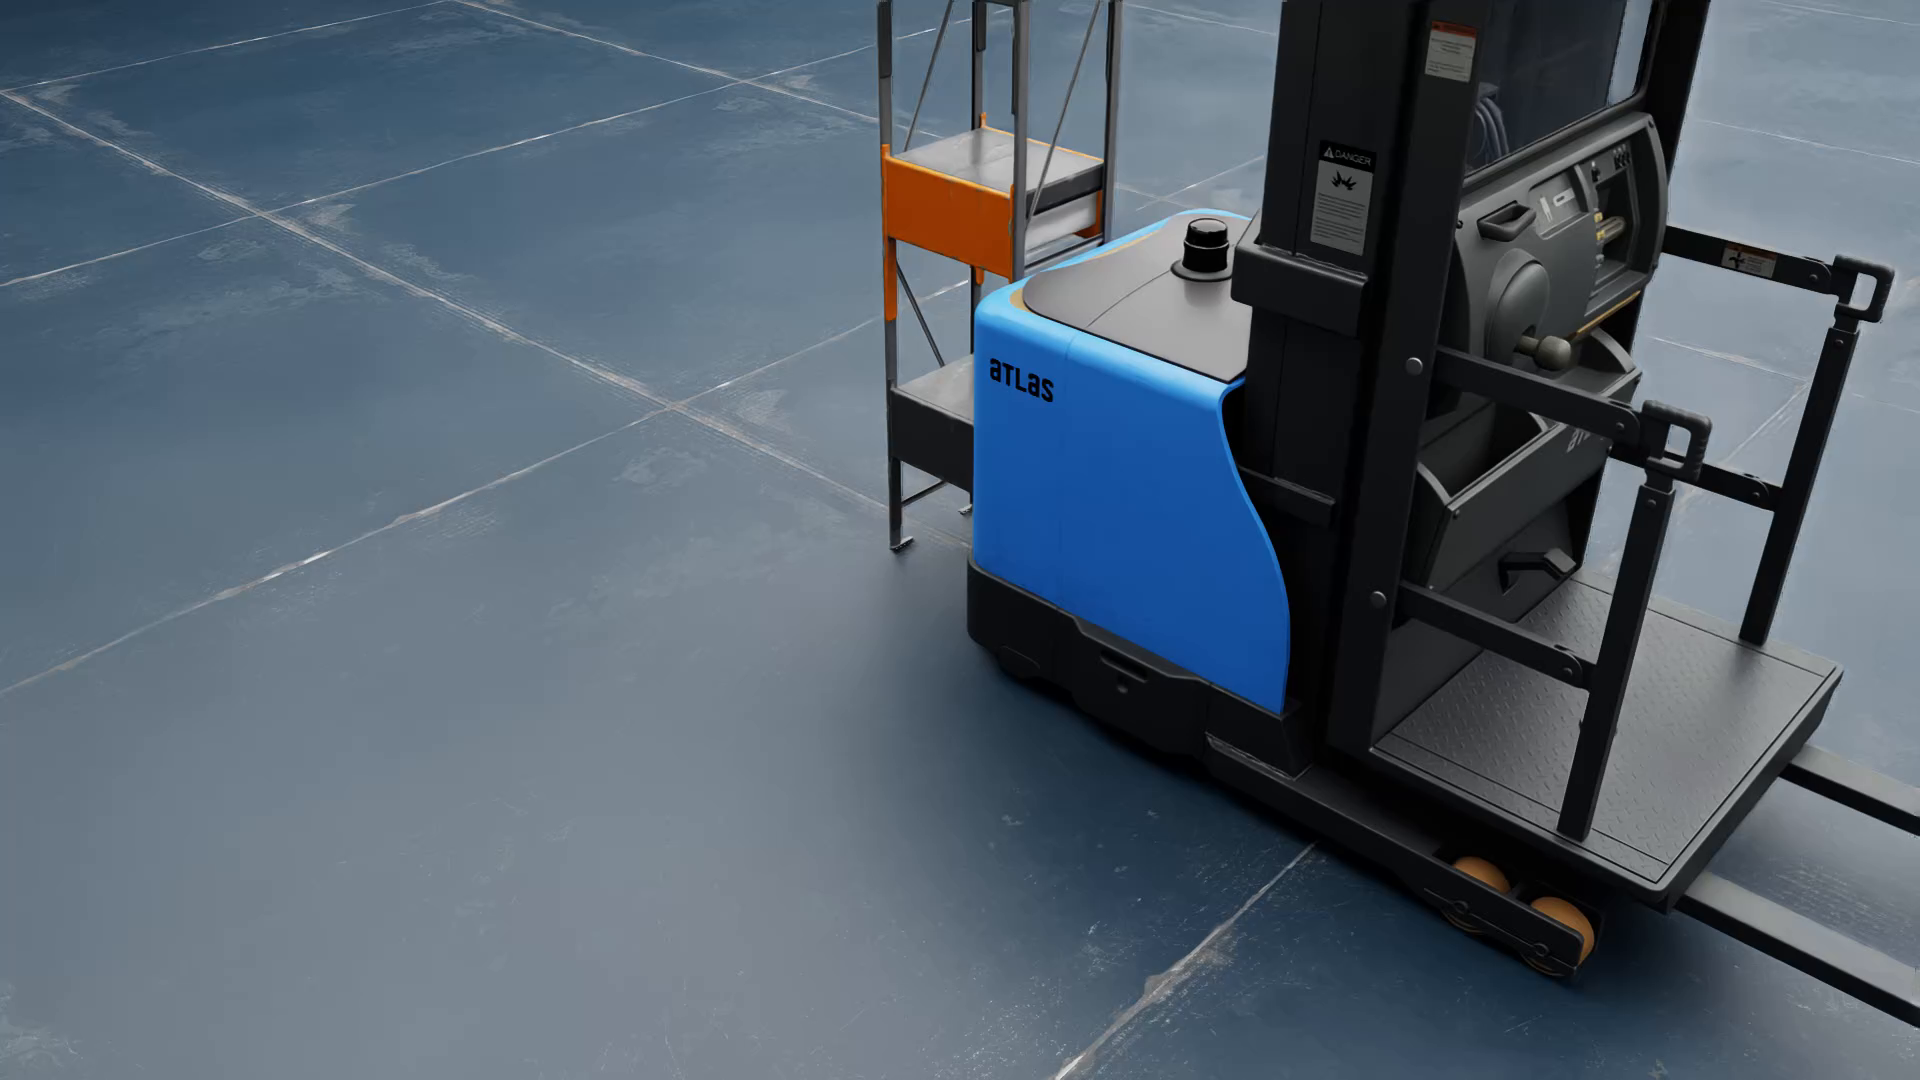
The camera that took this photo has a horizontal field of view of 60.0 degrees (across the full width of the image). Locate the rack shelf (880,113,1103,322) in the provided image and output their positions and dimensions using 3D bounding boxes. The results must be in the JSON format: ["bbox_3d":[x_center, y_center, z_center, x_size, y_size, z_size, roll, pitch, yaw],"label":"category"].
[{"bbox_3d":[0.101,-0.844,4.643,0.480,0.518,0.431,26,40,36],"label":"rack shelf"}]

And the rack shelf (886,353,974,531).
[{"bbox_3d":[0.101,-0.244,5.004,0.480,0.518,0.431,26,40,36],"label":"rack shelf"}]

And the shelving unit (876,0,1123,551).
[{"bbox_3d":[0.101,-0.856,4.635,0.503,2.100,0.431,26,40,36],"label":"shelving unit"}]

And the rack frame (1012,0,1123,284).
[{"bbox_3d":[0.278,-0.769,4.492,0.015,2.100,0.400,26,40,36],"label":"rack frame"}]

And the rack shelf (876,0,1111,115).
[{"bbox_3d":[0.101,-1.444,4.281,0.480,0.518,0.431,26,40,36],"label":"rack shelf"}]

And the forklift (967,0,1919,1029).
[{"bbox_3d":[1.440,-0.605,3.413,3.031,2.935,1.130,26,39,36],"label":"forklift"}]

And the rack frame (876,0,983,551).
[{"bbox_3d":[-0.076,-0.942,4.779,0.015,2.100,0.400,26,40,36],"label":"rack frame"}]
